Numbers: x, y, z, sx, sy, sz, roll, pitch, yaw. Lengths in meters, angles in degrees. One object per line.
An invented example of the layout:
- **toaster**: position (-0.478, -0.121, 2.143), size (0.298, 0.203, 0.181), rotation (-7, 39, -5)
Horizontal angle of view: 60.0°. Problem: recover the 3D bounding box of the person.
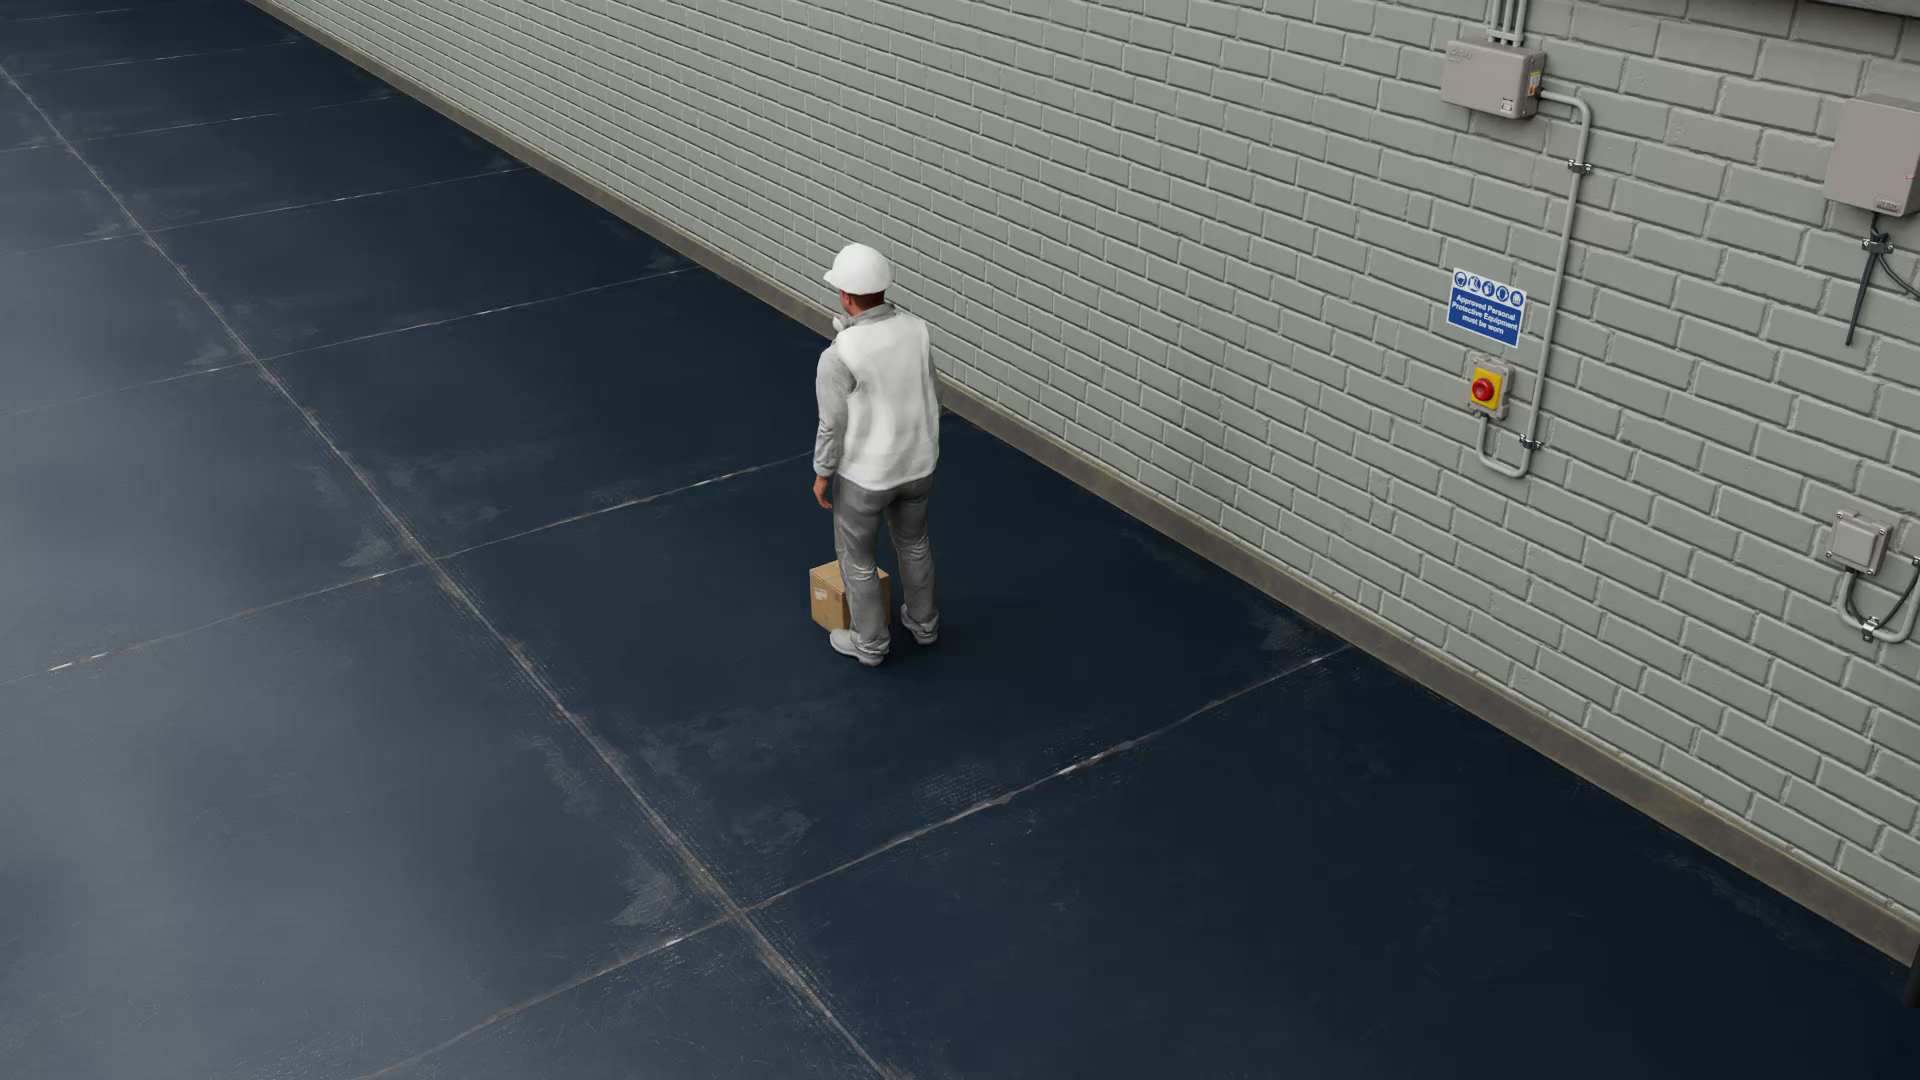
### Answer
- **person**: position (-0.328, -0.321, 6.690), size (0.589, 1.769, 0.460), rotation (-20, 34, -32)
